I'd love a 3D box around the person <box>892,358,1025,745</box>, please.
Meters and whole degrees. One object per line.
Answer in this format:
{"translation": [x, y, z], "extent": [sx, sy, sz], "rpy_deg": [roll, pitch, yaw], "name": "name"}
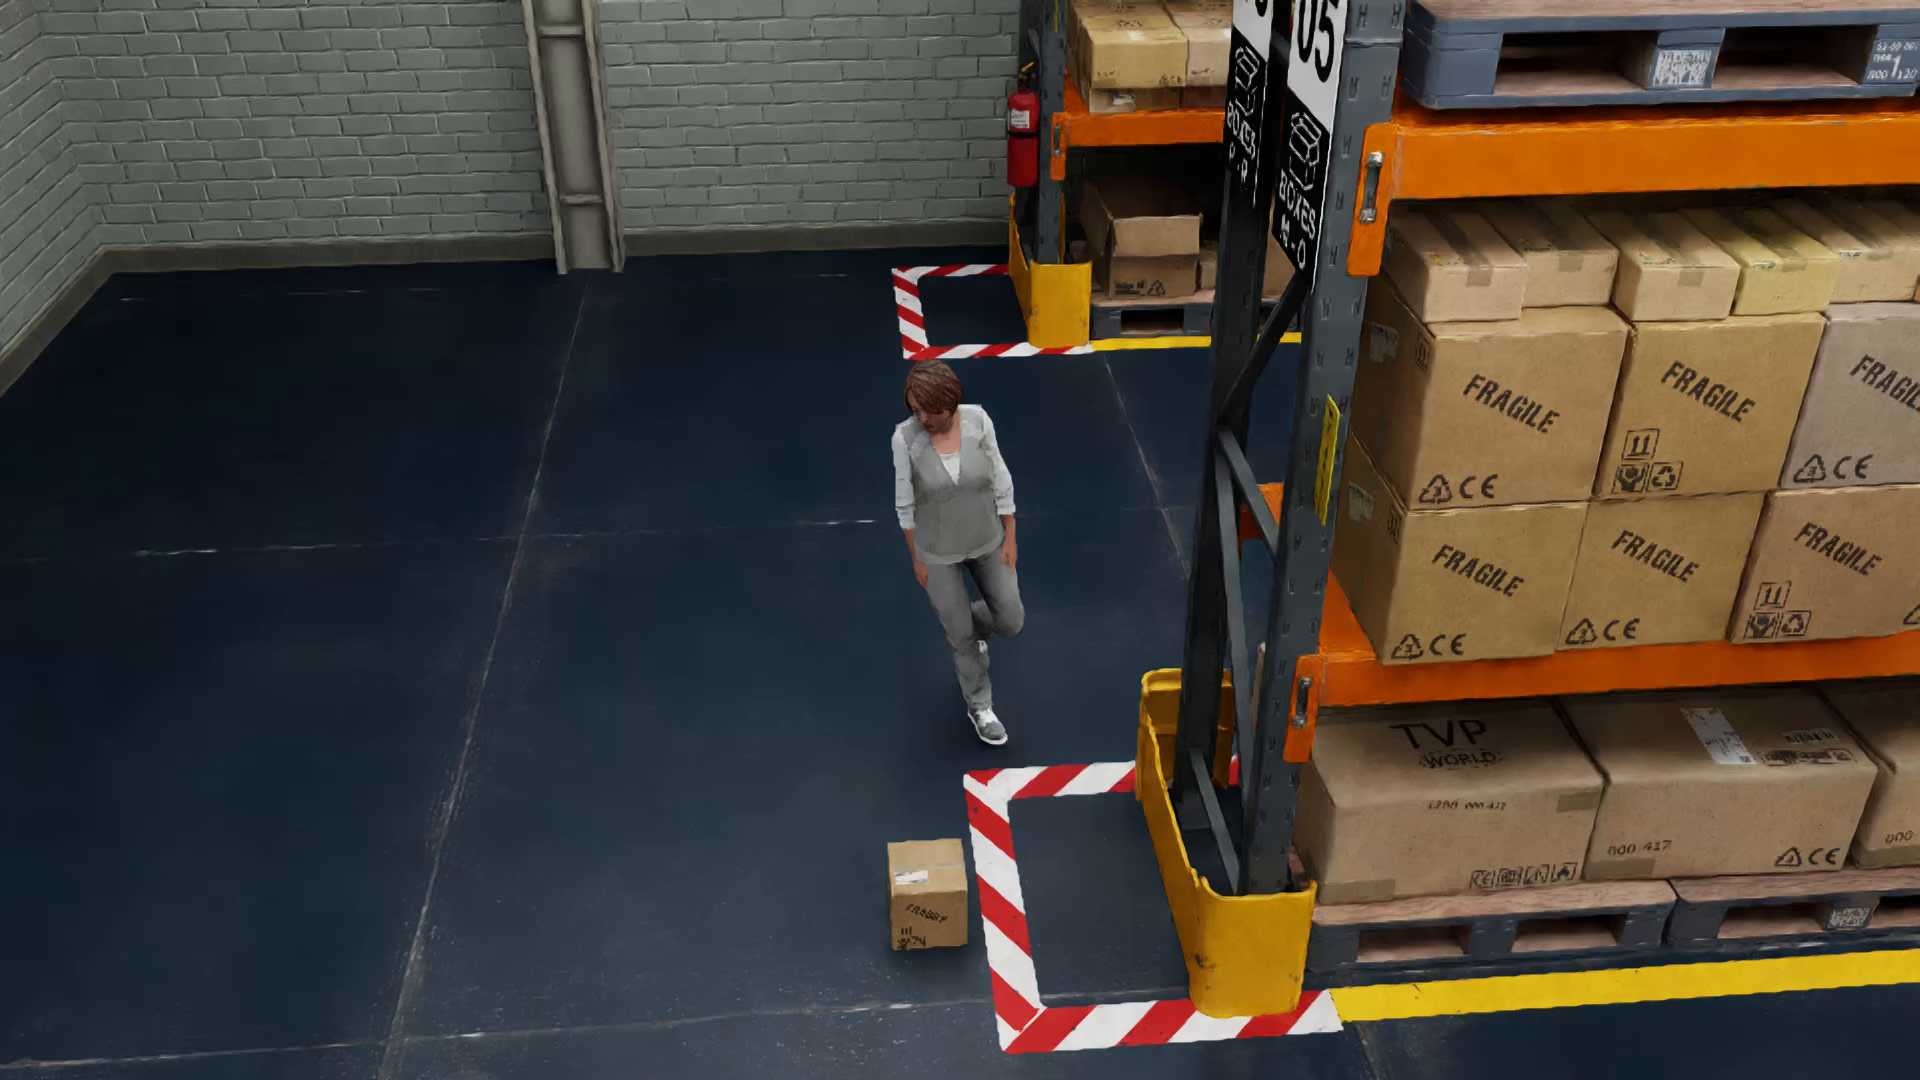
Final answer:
{"translation": [-0.023, 0.019, 6.148], "extent": [0.463, 1.551, 0.544], "rpy_deg": [-9, 33, -14], "name": "person"}
